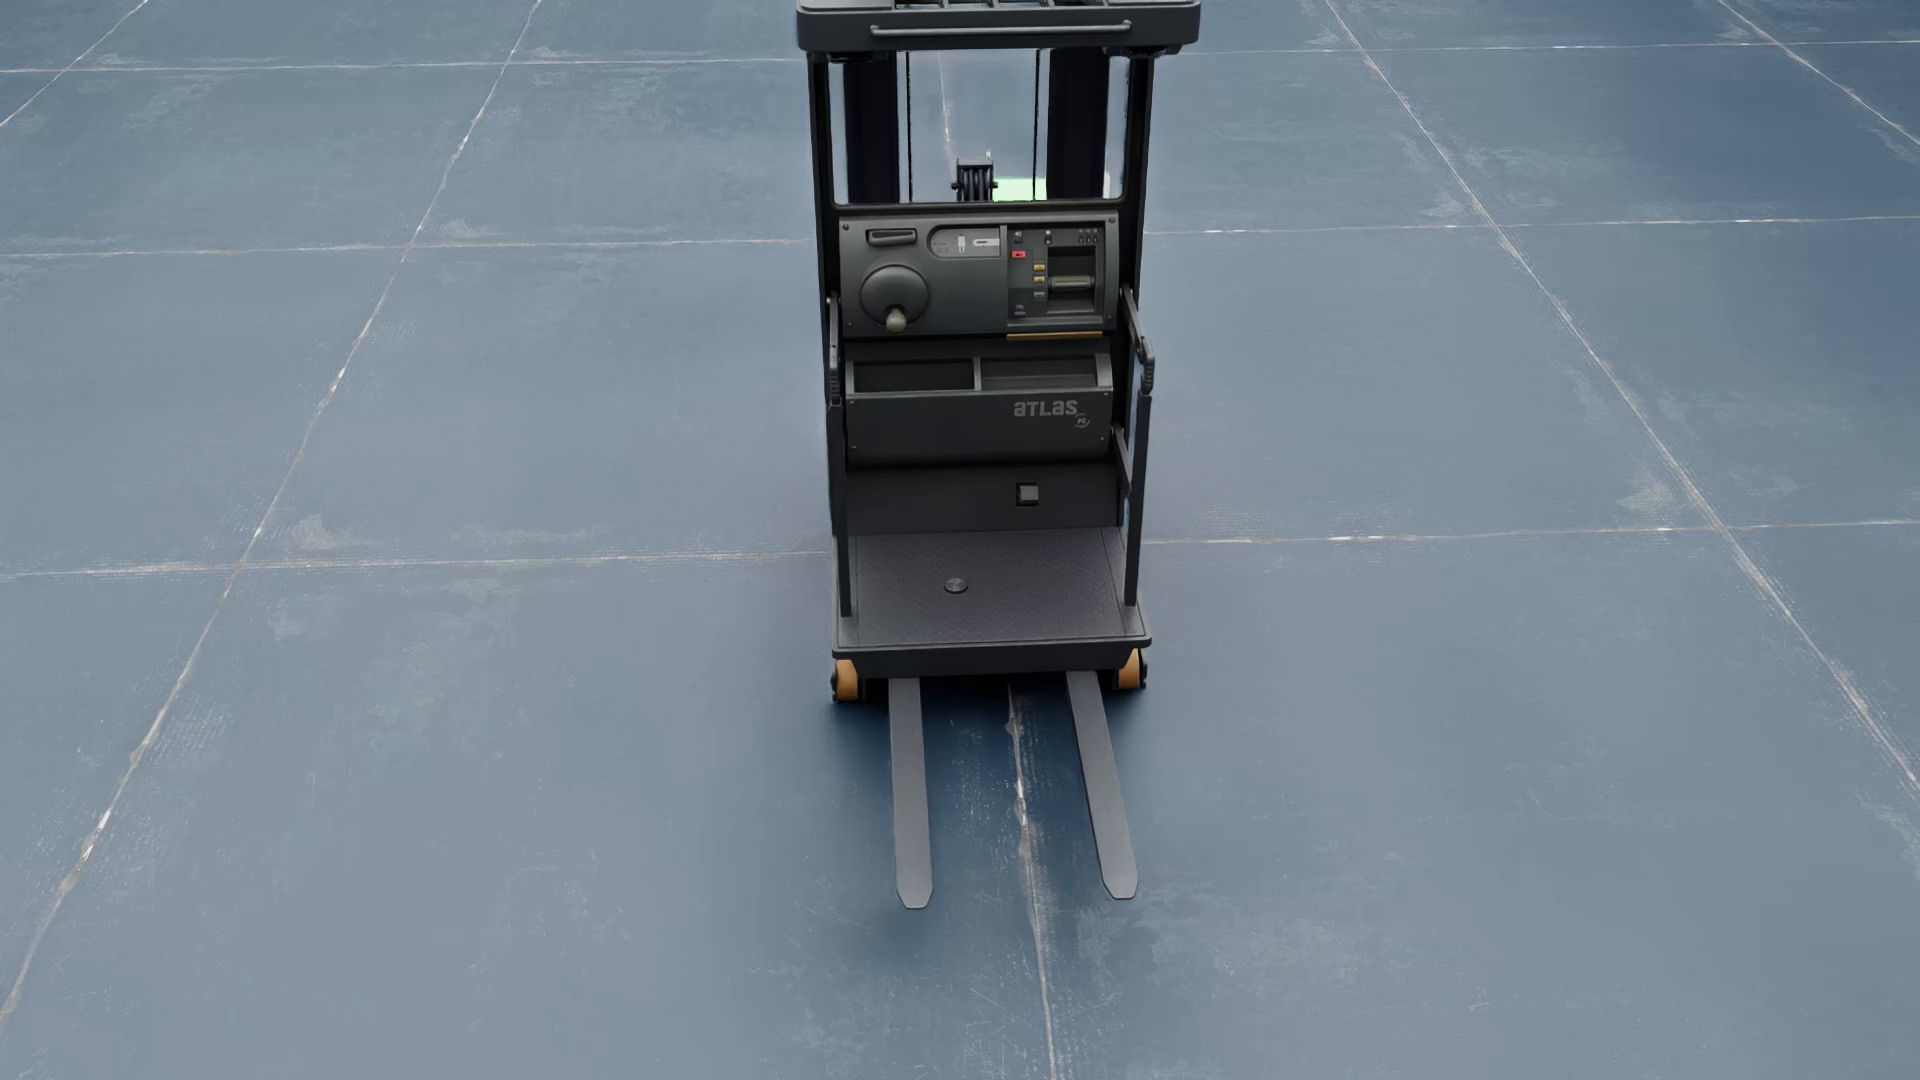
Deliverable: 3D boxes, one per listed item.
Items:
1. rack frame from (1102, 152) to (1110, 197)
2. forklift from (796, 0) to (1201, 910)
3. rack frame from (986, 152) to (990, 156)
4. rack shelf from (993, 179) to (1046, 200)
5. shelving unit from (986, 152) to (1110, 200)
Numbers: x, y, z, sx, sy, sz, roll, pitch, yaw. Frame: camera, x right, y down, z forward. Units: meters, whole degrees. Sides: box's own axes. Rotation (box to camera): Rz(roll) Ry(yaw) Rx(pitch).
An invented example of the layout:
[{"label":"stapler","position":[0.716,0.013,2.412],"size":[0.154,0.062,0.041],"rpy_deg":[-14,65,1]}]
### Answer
[{"label":"rack frame","position":[0.606,-1.069,7.239],"size":[0.015,1.200,0.240],"rpy_deg":[0,34,0]},{"label":"forklift","position":[0.081,-0.826,5.368],"size":[1.130,2.935,3.031],"rpy_deg":[-2,35,-3]},{"label":"rack frame","position":[0.118,-1.068,7.237],"size":[0.015,1.200,0.240],"rpy_deg":[0,34,0]},{"label":"rack shelf","position":[0.361,-1.412,7.003],"size":[0.480,0.148,0.258],"rpy_deg":[0,34,0]},{"label":"shelving unit","position":[0.362,-1.068,7.238],"size":[0.503,1.200,0.258],"rpy_deg":[0,34,0]}]
